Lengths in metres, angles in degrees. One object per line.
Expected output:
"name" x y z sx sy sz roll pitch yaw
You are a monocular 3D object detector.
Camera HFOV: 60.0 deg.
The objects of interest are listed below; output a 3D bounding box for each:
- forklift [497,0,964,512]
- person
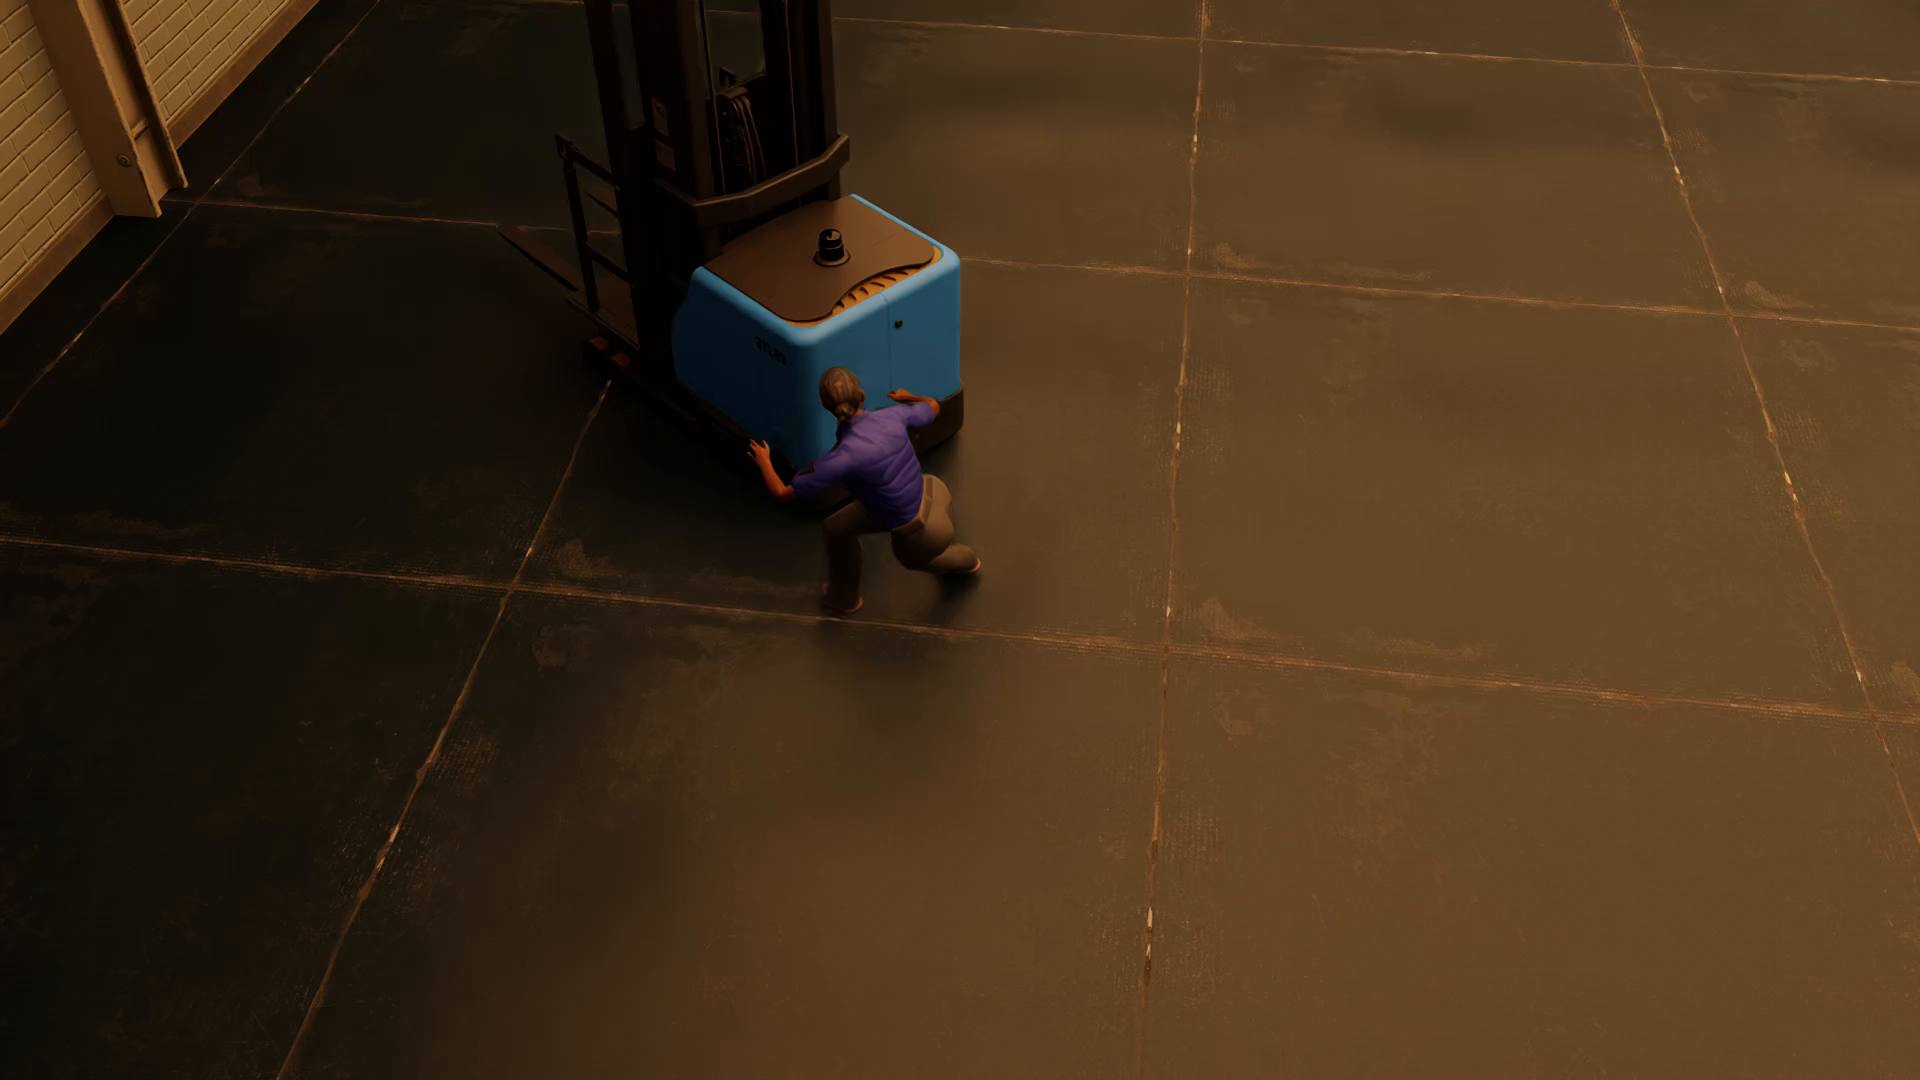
"forklift" -1.364 -2.117 8.029 1.130 2.935 3.031 -33 52 -31
"person" -0.410 -0.232 7.086 0.909 1.411 0.907 9 43 9
